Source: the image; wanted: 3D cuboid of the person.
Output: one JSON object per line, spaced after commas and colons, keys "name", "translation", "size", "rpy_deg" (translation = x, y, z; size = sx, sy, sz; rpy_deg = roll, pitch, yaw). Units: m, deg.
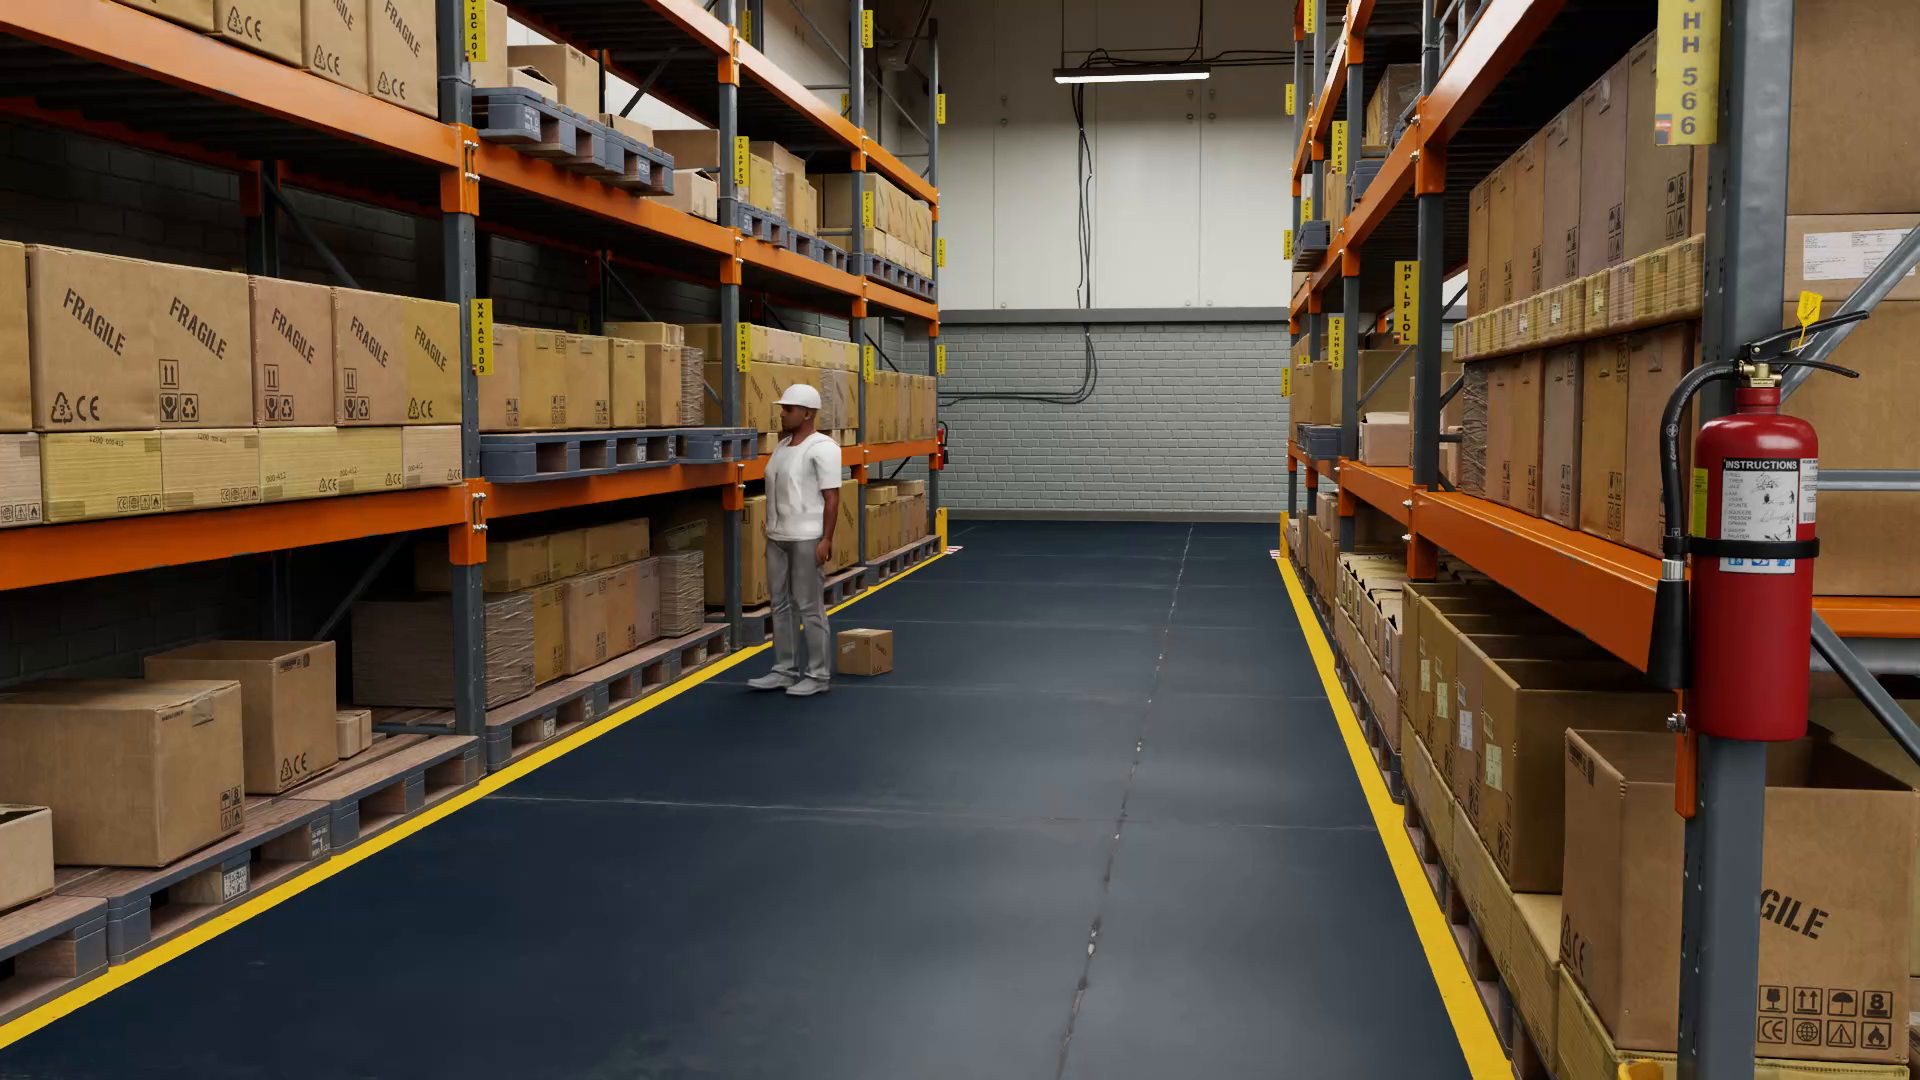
{"name": "person", "translation": [-0.957, -0.004, 9.540], "size": [0.424, 1.772, 0.565], "rpy_deg": [-4, 6, -42]}
